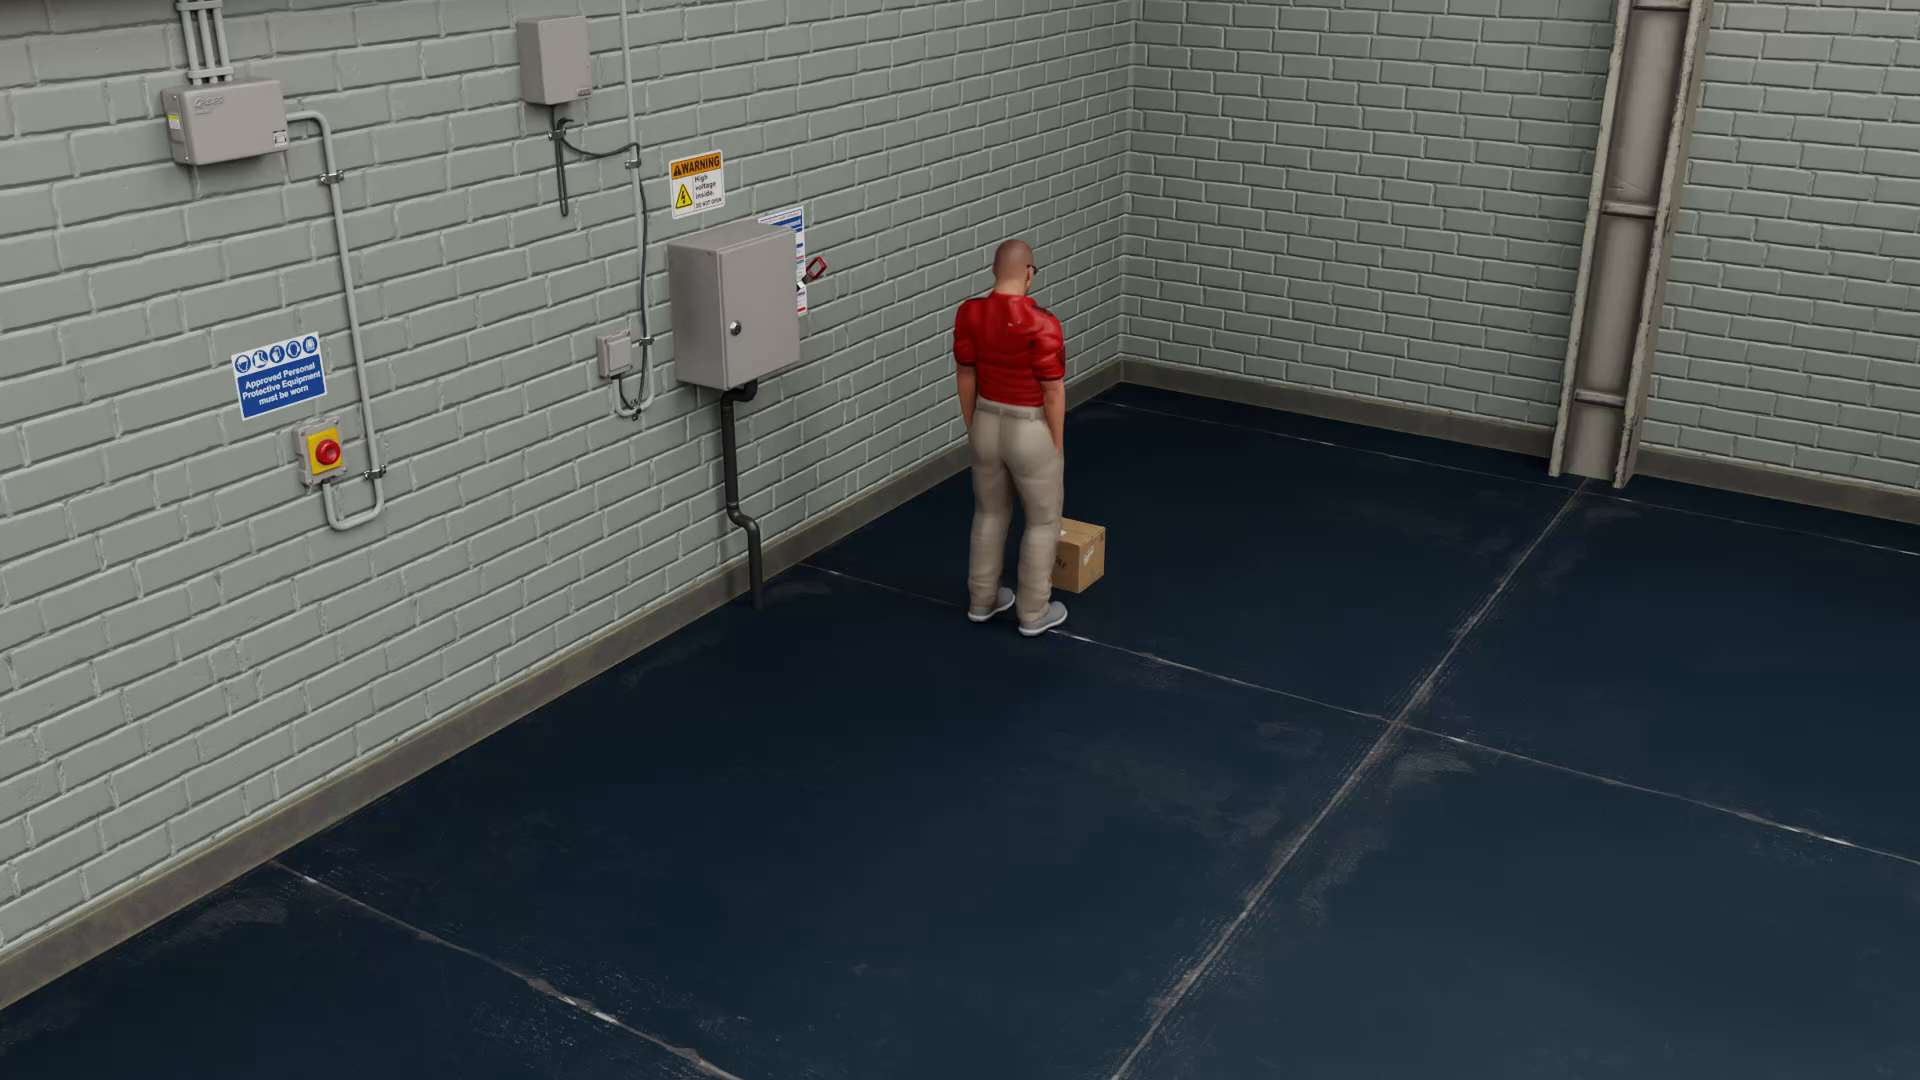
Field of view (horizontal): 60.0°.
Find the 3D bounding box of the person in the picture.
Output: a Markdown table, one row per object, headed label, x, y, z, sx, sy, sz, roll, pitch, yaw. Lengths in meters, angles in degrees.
| label | x | y | z | sx | sy | sz | roll | pitch | yaw |
| --- | --- | --- | --- | --- | --- | --- | --- | --- | --- |
| person | 0.233 | -0.444 | 7.181 | 0.530 | 1.721 | 0.358 | 14 | 27 | 30 |
